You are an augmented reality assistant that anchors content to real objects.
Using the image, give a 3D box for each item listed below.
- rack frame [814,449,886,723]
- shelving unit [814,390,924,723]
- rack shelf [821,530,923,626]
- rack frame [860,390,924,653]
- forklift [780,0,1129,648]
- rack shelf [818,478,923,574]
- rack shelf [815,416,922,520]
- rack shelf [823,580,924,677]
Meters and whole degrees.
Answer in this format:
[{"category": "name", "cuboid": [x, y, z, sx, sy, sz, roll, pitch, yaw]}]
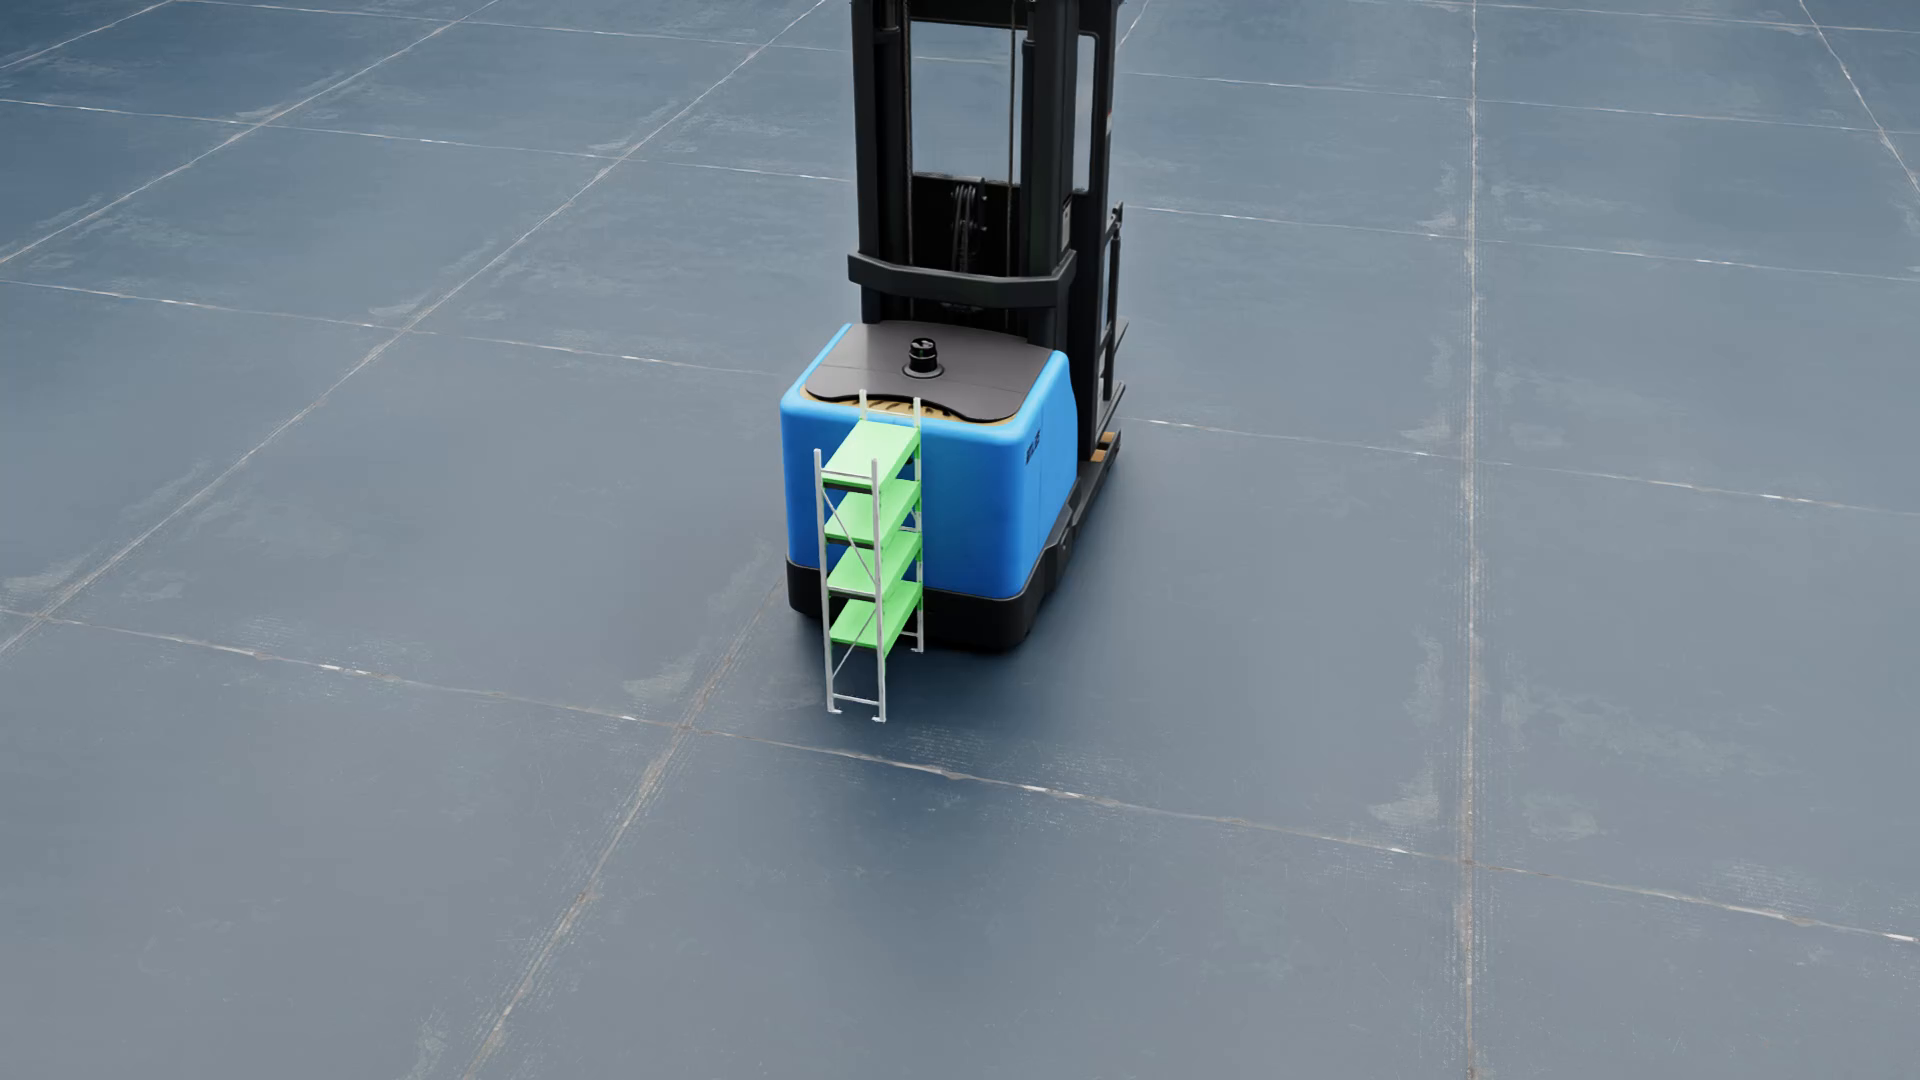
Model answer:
[{"category": "rack frame", "cuboid": [-0.412, 0.198, 6.319, 0.240, 1.200, 0.015, 9, 34, 14]}, {"category": "shelving unit", "cuboid": [-0.341, 0.073, 6.516, 0.258, 1.200, 0.503, 9, 34, 14]}, {"category": "rack shelf", "cuboid": [-0.341, 0.127, 6.551, 0.258, 0.148, 0.480, 9, 34, 14]}, {"category": "rack frame", "cuboid": [-0.270, -0.052, 6.713, 0.240, 1.200, 0.015, 9, 34, 14]}, {"category": "forklift", "cuboid": [0.175, -1.571, 7.489, 1.130, 2.935, 3.031, 9, 34, 14]}, {"category": "rack shelf", "cuboid": [-0.341, -0.075, 6.422, 0.258, 0.148, 0.480, 9, 34, 14]}, {"category": "rack shelf", "cuboid": [-0.341, -0.278, 6.293, 0.258, 0.148, 0.480, 9, 34, 14]}, {"category": "rack shelf", "cuboid": [-0.341, 0.330, 6.679, 0.258, 0.148, 0.480, 9, 34, 14]}]
